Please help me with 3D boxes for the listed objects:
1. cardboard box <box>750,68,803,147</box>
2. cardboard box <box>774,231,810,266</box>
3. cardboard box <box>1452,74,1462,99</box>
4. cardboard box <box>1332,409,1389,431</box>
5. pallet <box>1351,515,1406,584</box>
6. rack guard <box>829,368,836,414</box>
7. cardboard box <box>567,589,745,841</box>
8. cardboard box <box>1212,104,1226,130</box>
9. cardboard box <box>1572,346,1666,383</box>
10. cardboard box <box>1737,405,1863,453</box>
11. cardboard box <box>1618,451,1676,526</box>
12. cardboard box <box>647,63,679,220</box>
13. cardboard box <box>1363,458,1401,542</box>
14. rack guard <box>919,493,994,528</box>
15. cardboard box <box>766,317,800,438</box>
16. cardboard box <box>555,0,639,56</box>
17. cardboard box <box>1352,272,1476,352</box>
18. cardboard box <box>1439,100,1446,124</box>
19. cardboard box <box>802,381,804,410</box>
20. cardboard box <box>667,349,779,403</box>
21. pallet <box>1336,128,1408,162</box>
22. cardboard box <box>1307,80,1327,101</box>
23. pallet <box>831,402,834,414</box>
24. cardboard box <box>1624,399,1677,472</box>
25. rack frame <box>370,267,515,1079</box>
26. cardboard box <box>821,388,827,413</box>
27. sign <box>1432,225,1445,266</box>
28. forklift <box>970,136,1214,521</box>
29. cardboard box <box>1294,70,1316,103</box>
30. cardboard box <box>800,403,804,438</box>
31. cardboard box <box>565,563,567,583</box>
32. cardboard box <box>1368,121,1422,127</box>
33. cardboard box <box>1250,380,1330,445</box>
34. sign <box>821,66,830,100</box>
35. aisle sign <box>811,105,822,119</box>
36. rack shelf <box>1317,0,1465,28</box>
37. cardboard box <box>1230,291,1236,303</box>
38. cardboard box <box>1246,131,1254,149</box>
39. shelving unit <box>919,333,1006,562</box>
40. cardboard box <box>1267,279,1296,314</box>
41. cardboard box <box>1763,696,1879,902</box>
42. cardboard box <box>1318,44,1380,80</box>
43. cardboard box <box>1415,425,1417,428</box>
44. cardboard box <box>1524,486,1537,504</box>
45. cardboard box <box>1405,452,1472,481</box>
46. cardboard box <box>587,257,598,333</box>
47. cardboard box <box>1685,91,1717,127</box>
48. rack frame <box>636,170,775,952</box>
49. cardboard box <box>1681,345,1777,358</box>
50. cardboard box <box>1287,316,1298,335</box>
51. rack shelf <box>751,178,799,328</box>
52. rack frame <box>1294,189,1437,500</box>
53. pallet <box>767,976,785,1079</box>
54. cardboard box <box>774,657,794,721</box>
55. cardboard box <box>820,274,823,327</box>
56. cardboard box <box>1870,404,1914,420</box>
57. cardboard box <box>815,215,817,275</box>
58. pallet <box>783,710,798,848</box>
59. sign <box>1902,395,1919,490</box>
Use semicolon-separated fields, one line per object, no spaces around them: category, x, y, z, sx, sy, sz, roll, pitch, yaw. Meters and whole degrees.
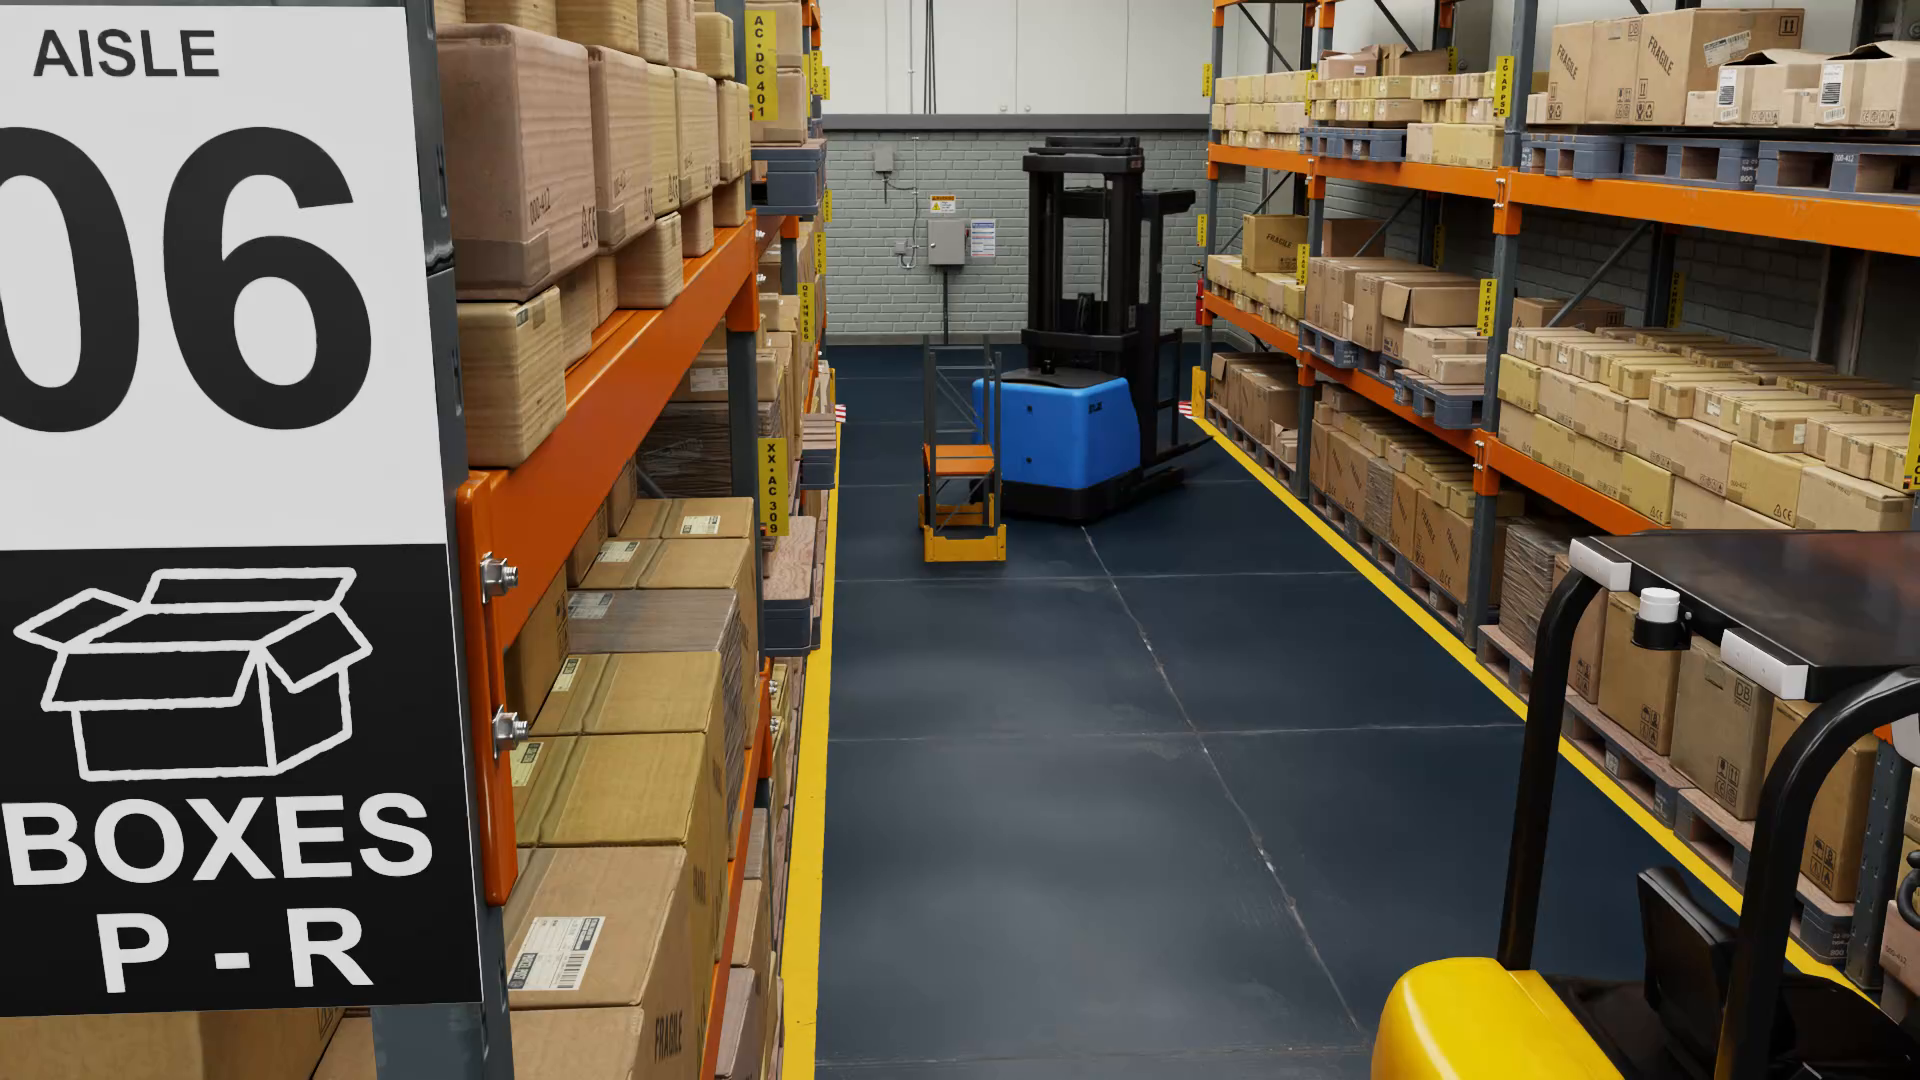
cardboard box;-0.790;-1.477;5.684;0.500;0.250;0.500;-1;14;-5
cardboard box;-1.320;-1.902;11.691;0.500;0.500;0.500;0;14;-2
cardboard box;3.284;-2.808;10.306;0.380;0.149;0.250;-1;14;-4
cardboard box;3.156;-0.955;13.089;0.380;0.149;0.250;-1;14;-5
pallet;3.471;0.048;11.918;1.003;0.211;1.213;-1;14;-3
rack guard;-1.899;-1.521;17.436;1.175;0.500;0.348;-1;14;-3
cardboard box;-0.802;0.429;4.040;0.500;0.500;0.500;0;14;-2
cardboard box;2.812;-4.213;16.566;0.500;0.250;0.500;-1;14;-4
cardboard box;3.366;-0.898;8.495;0.380;0.149;0.250;-1;14;-3
cardboard box;3.412;-0.452;6.762;0.380;0.149;0.250;-1;14;-5
cardboard box;3.432;-0.245;7.760;0.500;0.250;0.500;0;14;-2
cardboard box;-0.749;-0.654;2.731;0.500;0.250;0.500;0;14;-2
cardboard box;3.205;-0.292;11.816;0.500;0.500;0.500;-1;14;-5
rack guard;-0.026;-0.226;12.903;0.587;0.250;0.087;-1;14;-3
cardboard box;-1.020;-0.770;7.858;0.500;0.500;0.500;-2;15;-7
cardboard box;-0.651;-0.745;2.285;0.380;0.149;0.250;-1;14;-4
cardboard box;3.192;-1.613;11.732;0.700;0.500;0.500;-1;14;-4
cardboard box;3.278;-2.726;10.583;0.380;0.149;0.250;-1;14;-3
cardboard box;-1.181;-0.789;9.876;0.500;0.250;0.500;-1;14;-4
cardboard box;-0.830;-0.574;5.796;0.380;0.149;0.250;-1;14;-4
pallet;3.342;-2.749;11.550;1.213;0.211;1.003;-1;14;-3
cardboard box;2.885;-3.455;12.777;0.380;0.149;0.250;0;14;-2
pallet;-1.769;-1.178;16.681;1.003;0.211;1.213;-1;14;-3
cardboard box;3.437;-0.488;7.700;0.500;0.250;0.500;-1;14;-3
rack frame;-0.906;1.253;1.636;1.000;3.000;0.127;-1;14;-3
cardboard box;-1.637;-1.074;14.981;0.875;0.438;0.875;-1;14;-5
sign;3.858;-2.379;13.429;0.100;0.325;0.005;-1;14;-3
forklift;1.273;-1.887;13.977;1.130;2.935;3.031;9;17;30
cardboard box;3.033;-3.697;13.556;0.500;0.250;0.500;-1;14;-3
cardboard box;-0.997;-0.613;8.550;0.380;0.149;0.250;-1;14;-4
cardboard box;-1.329;-0.053;3.908;0.700;0.500;0.500;-1;14;-5
cardboard box;3.557;-3.463;13.651;0.500;0.250;0.500;-1;14;-5
cardboard box;3.079;-1.171;15.233;0.700;0.500;0.500;-1;14;-6
sign;-1.355;-4.574;16.647;0.100;0.325;0.005;-1;14;-3
aisle sign;-1.592;-4.008;16.866;0.394;0.787;0.004;-1;14;-3
rack shelf;3.429;-3.675;10.996;1.077;0.370;4.000;-1;14;-3
cardboard box;2.871;-2.405;16.357;0.380;0.149;0.250;0;14;-2
cardboard box;2.843;-3.669;15.251;0.380;0.149;0.250;-1;14;-3
shelving unit;0.005;-0.707;12.266;0.587;1.500;1.083;-1;14;-3
cardboard box;2.984;-2.128;14.479;0.500;0.250;0.500;-1;14;-3
cardboard box;3.757;0.998;6.551;0.875;0.625;0.625;0;14;-1
cardboard box;2.975;-3.656;12.729;0.396;0.266;0.258;-1;14;-4
cardboard box;3.660;-0.903;12.888;0.380;0.149;0.250;-1;14;-3
cardboard box;3.842;-0.322;10.630;0.380;0.149;0.250;0;14;-2
cardboard box;3.262;-0.502;11.329;0.380;0.149;0.250;-1;14;-4
cardboard box;-0.730;-0.357;2.378;0.380;0.149;0.250;-1;14;-4
cardboard box;3.381;-1.863;7.187;0.380;0.149;0.250;-1;14;-4
rack frame;-1.154;0.258;5.503;1.000;3.000;0.127;-1;14;-3
cardboard box;3.942;-0.910;8.542;0.380;0.149;0.250;-1;14;-5
cardboard box;2.995;-1.827;14.112;0.380;0.149;0.250;0;14;-2
rack shelf;-1.277;-1.343;7.152;1.077;0.370;4.000;-1;14;-3
rack frame;3.305;-1.809;13.537;1.000;3.000;0.127;-1;14;-3
pallet;-1.077;1.775;5.203;1.003;0.211;1.213;-1;14;-3
cardboard box;-1.323;0.657;8.385;0.950;0.372;0.625;-1;14;-5
cardboard box;-1.468;-2.149;14.660;0.500;0.500;0.500;-1;14;-3
cardboard box;3.977;-0.465;6.813;0.380;0.149;0.250;-1;14;-4
cardboard box;-1.462;-2.512;14.062;0.500;0.500;0.500;-1;14;-4
pallet;-1.282;1.111;7.785;1.003;0.211;1.213;-1;14;-3
sign;3.259;-0.331;5.628;0.100;0.325;0.005;-1;14;-3
